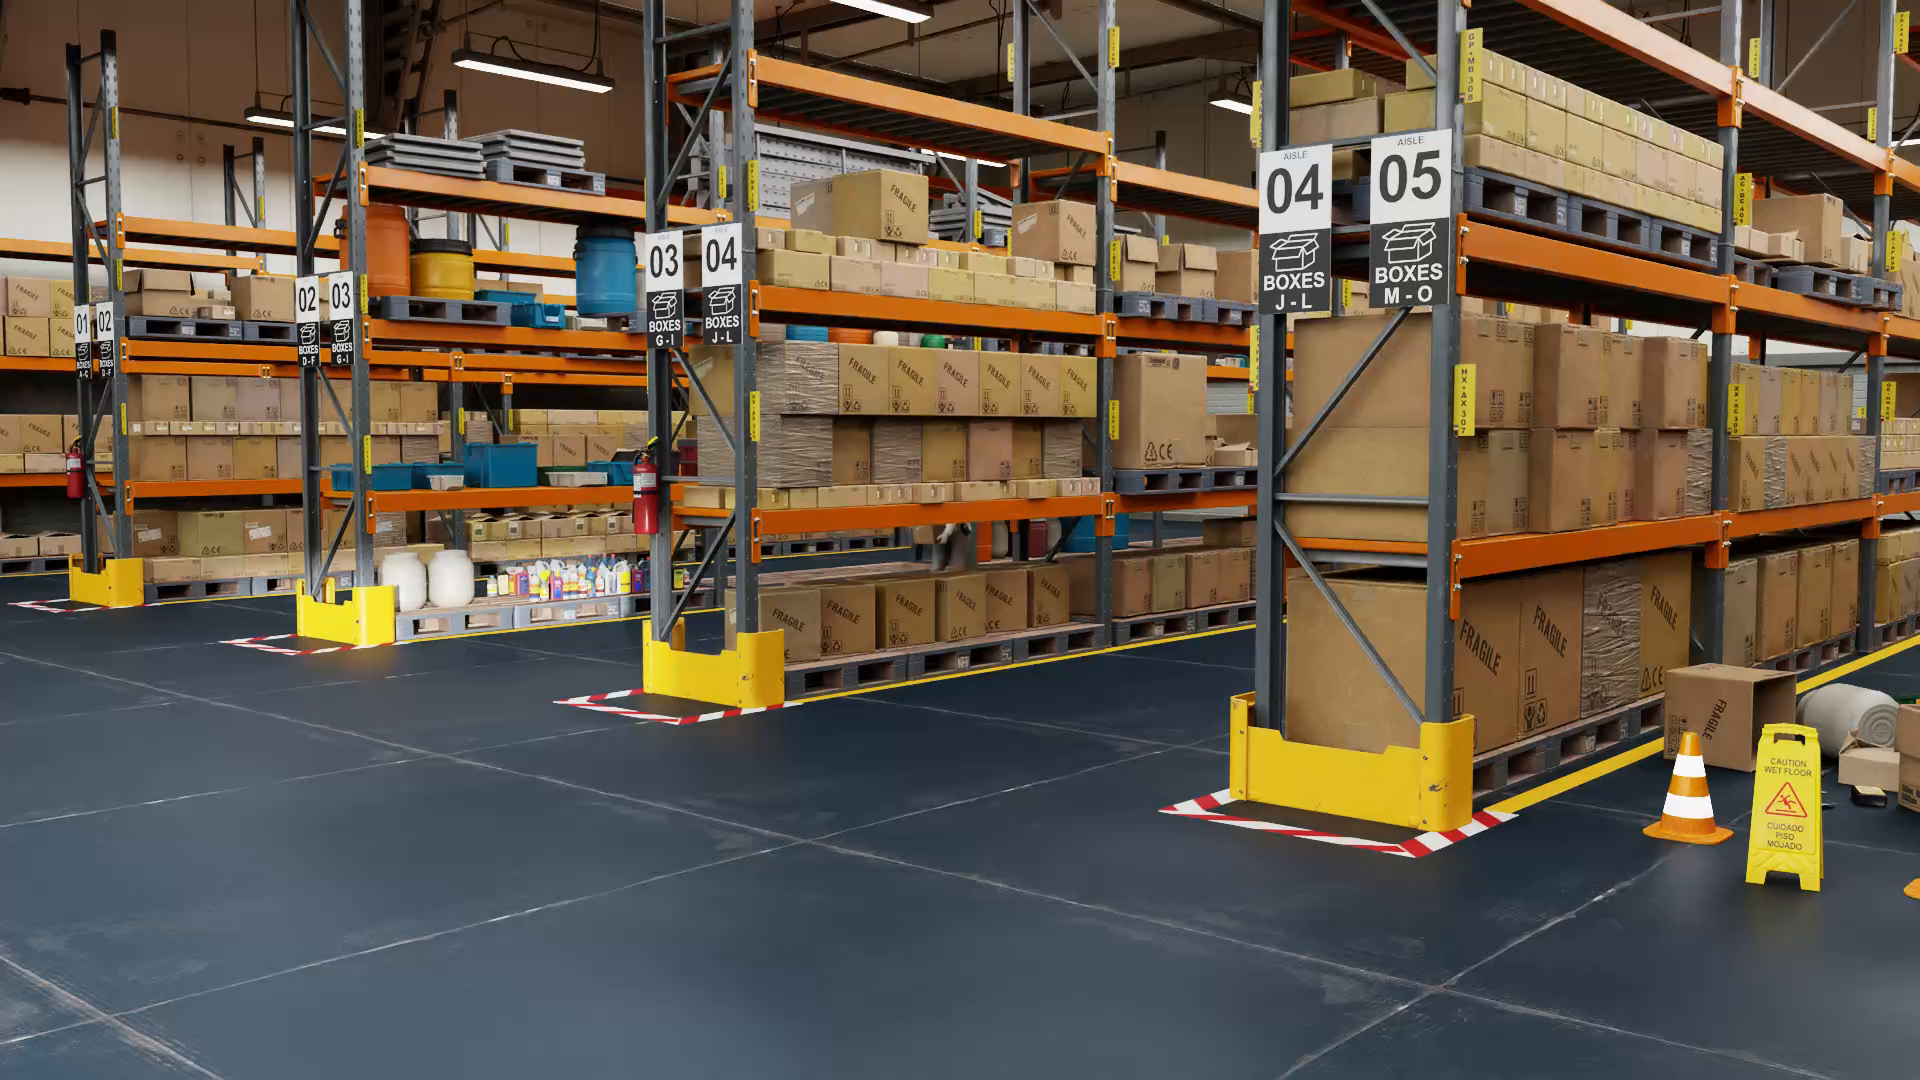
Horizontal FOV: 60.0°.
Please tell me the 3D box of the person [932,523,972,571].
[{"bbox_3d":[-0.135,-0.013,15.606,0.416,1.684,0.530,3,5,40],"label":"person"}]
